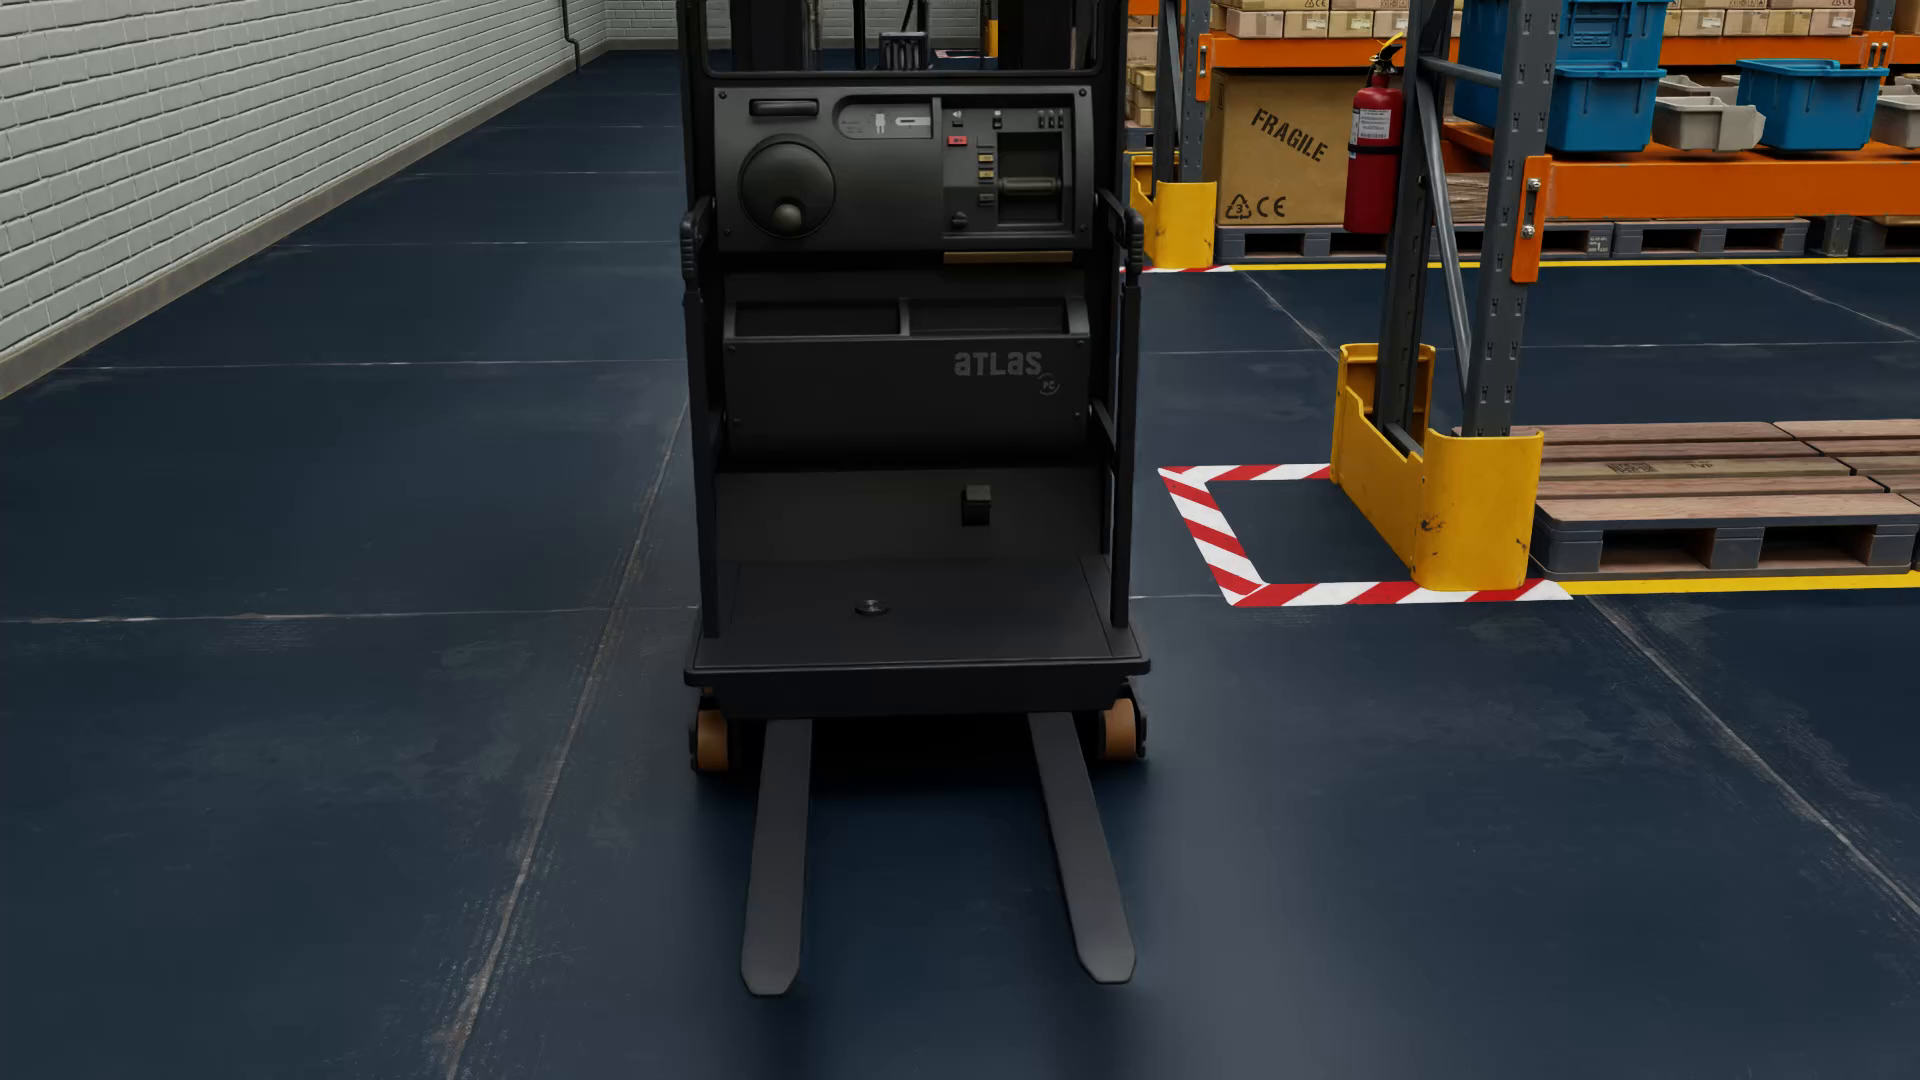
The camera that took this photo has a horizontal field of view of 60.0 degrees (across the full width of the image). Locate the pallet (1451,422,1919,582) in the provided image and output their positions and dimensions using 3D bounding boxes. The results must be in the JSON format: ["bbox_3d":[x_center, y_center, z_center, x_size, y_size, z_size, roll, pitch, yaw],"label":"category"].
[{"bbox_3d":[2.434,-0.155,5.731,1.213,0.211,1.003,-1,21,-3],"label":"pallet"}]

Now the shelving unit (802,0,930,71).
[{"bbox_3d":[-0.422,-1.179,5.766,0.503,2.100,0.431,-16,26,-36],"label":"shelving unit"}]

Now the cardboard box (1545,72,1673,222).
[{"bbox_3d":[3.757,-2.496,10.356,0.875,0.875,0.875,-1,21,-3],"label":"cardboard box"}]

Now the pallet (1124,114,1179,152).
[{"bbox_3d":[2.032,-3.681,14.992,1.213,0.211,1.003,-1,21,-3],"label":"pallet"}]

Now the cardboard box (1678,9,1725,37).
[{"bbox_3d":[4.263,-3.040,9.743,0.250,0.149,0.380,-1,21,-2],"label":"cardboard box"}]

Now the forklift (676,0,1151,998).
[{"bbox_3d":[-0.122,-0.911,3.895,1.130,2.935,3.031,-1,21,-3],"label":"forklift"}]

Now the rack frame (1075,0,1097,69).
[{"bbox_3d":[1.143,-4.978,14.481,0.127,3.000,1.000,-1,21,-3],"label":"rack frame"}]

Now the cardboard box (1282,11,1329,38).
[{"bbox_3d":[1.955,-2.993,9.619,0.250,0.149,0.380,-1,21,-4],"label":"cardboard box"}]

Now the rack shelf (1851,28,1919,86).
[{"bbox_3d":[7.316,-3.000,10.296,4.000,0.370,1.077,-1,21,-3],"label":"rack shelf"}]

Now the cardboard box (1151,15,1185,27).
[{"bbox_3d":[2.981,-7.529,24.105,0.500,0.500,0.700,-2,21,-5],"label":"cardboard box"}]

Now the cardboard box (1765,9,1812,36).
[{"bbox_3d":[4.776,-3.050,9.770,0.250,0.149,0.380,-1,21,-2],"label":"cardboard box"}]

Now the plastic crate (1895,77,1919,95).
[{"bbox_3d":[3.274,-1.468,5.548,0.250,0.136,0.298,-1,21,-3],"label":"plastic crate"}]

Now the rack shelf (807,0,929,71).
[{"bbox_3d":[-0.422,-1.820,5.522,0.480,0.518,0.431,-16,26,-36],"label":"rack shelf"}]

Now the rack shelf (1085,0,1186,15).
[{"bbox_3d":[3.140,-4.683,14.716,4.000,0.370,1.077,-1,21,-3],"label":"rack shelf"}]

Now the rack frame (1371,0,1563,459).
[{"bbox_3d":[1.608,-1.455,5.227,0.127,3.000,1.000,-1,21,-3],"label":"rack frame"}]

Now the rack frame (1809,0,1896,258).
[{"bbox_3d":[5.319,-3.296,10.062,0.127,3.000,1.000,-1,21,-3],"label":"rack frame"}]

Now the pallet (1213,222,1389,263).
[{"bbox_3d":[2.120,-1.955,10.460,1.213,0.211,1.003,-1,21,-3],"label":"pallet"}]

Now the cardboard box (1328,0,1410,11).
[{"bbox_3d":[2.339,-3.210,9.630,0.500,0.250,0.500,-1,21,-4],"label":"cardboard box"}]

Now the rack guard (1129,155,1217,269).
[{"bbox_3d":[1.302,-2.046,10.292,0.348,0.500,1.175,-1,21,-3],"label":"rack guard"}]

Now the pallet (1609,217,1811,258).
[{"bbox_3d":[4.556,-2.005,10.590,1.213,0.211,1.003,-1,21,-3],"label":"pallet"}]

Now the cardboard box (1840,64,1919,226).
[{"bbox_3d":[5.957,-2.519,10.418,0.875,0.875,1.225,-1,21,-3],"label":"cardboard box"}]

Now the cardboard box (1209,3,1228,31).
[{"bbox_3d":[1.662,-3.221,10.219,0.250,0.149,0.380,-1,21,-2],"label":"cardboard box"}]

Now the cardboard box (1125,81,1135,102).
[{"bbox_3d":[1.654,-4.093,15.155,0.250,0.149,0.380,-2,21,-5],"label":"cardboard box"}]

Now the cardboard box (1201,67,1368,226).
[{"bbox_3d":[1.960,-2.459,10.260,0.875,0.875,0.875,-1,21,-3],"label":"cardboard box"}]

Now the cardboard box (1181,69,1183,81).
[{"bbox_3d":[1.954,-4.059,14.646,0.250,0.149,0.380,-1,21,-2],"label":"cardboard box"}]

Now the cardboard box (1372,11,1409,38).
[{"bbox_3d":[2.471,-3.004,9.648,0.250,0.149,0.380,-1,21,-4],"label":"cardboard box"}]

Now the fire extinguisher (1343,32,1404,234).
[{"bbox_3d":[1.432,-1.403,5.723,0.183,0.674,0.296,-1,21,-3],"label":"fire extinguisher"}]

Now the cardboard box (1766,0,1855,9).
[{"bbox_3d":[4.893,-3.262,9.767,0.500,0.250,0.500,-2,21,-4],"label":"cardboard box"}]

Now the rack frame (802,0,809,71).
[{"bbox_3d":[-0.611,-1.124,5.622,0.015,2.100,0.400,-16,26,-36],"label":"rack frame"}]

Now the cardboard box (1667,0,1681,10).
[{"bbox_3d":[3.867,-3.241,9.710,0.500,0.250,0.500,-1,21,-2],"label":"cardboard box"}]

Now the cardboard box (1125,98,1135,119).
[{"bbox_3d":[1.657,-3.927,15.137,0.250,0.149,0.380,-1,21,-2],"label":"cardboard box"}]

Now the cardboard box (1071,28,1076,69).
[{"bbox_3d":[1.413,-5.783,19.604,0.875,0.438,0.875,-2,21,-5],"label":"cardboard box"}]

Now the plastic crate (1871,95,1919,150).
[{"bbox_3d":[2.876,-1.239,4.945,0.298,0.136,0.250,-1,21,-3],"label":"plastic crate"}]

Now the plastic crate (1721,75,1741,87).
[{"bbox_3d":[2.702,-1.441,5.478,0.243,0.136,0.396,-1,21,-3],"label":"plastic crate"}]

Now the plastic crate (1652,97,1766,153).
[{"bbox_3d":[2.199,-1.225,4.909,0.298,0.136,0.250,-1,21,-3],"label":"plastic crate"}]

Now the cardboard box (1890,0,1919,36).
[{"bbox_3d":[5.793,-3.263,9.835,0.500,0.500,0.500,-1,21,-3],"label":"cardboard box"}]

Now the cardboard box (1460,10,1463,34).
[{"bbox_3d":[2.983,-3.014,9.675,0.250,0.149,0.380,-1,21,-4],"label":"cardboard box"}]
